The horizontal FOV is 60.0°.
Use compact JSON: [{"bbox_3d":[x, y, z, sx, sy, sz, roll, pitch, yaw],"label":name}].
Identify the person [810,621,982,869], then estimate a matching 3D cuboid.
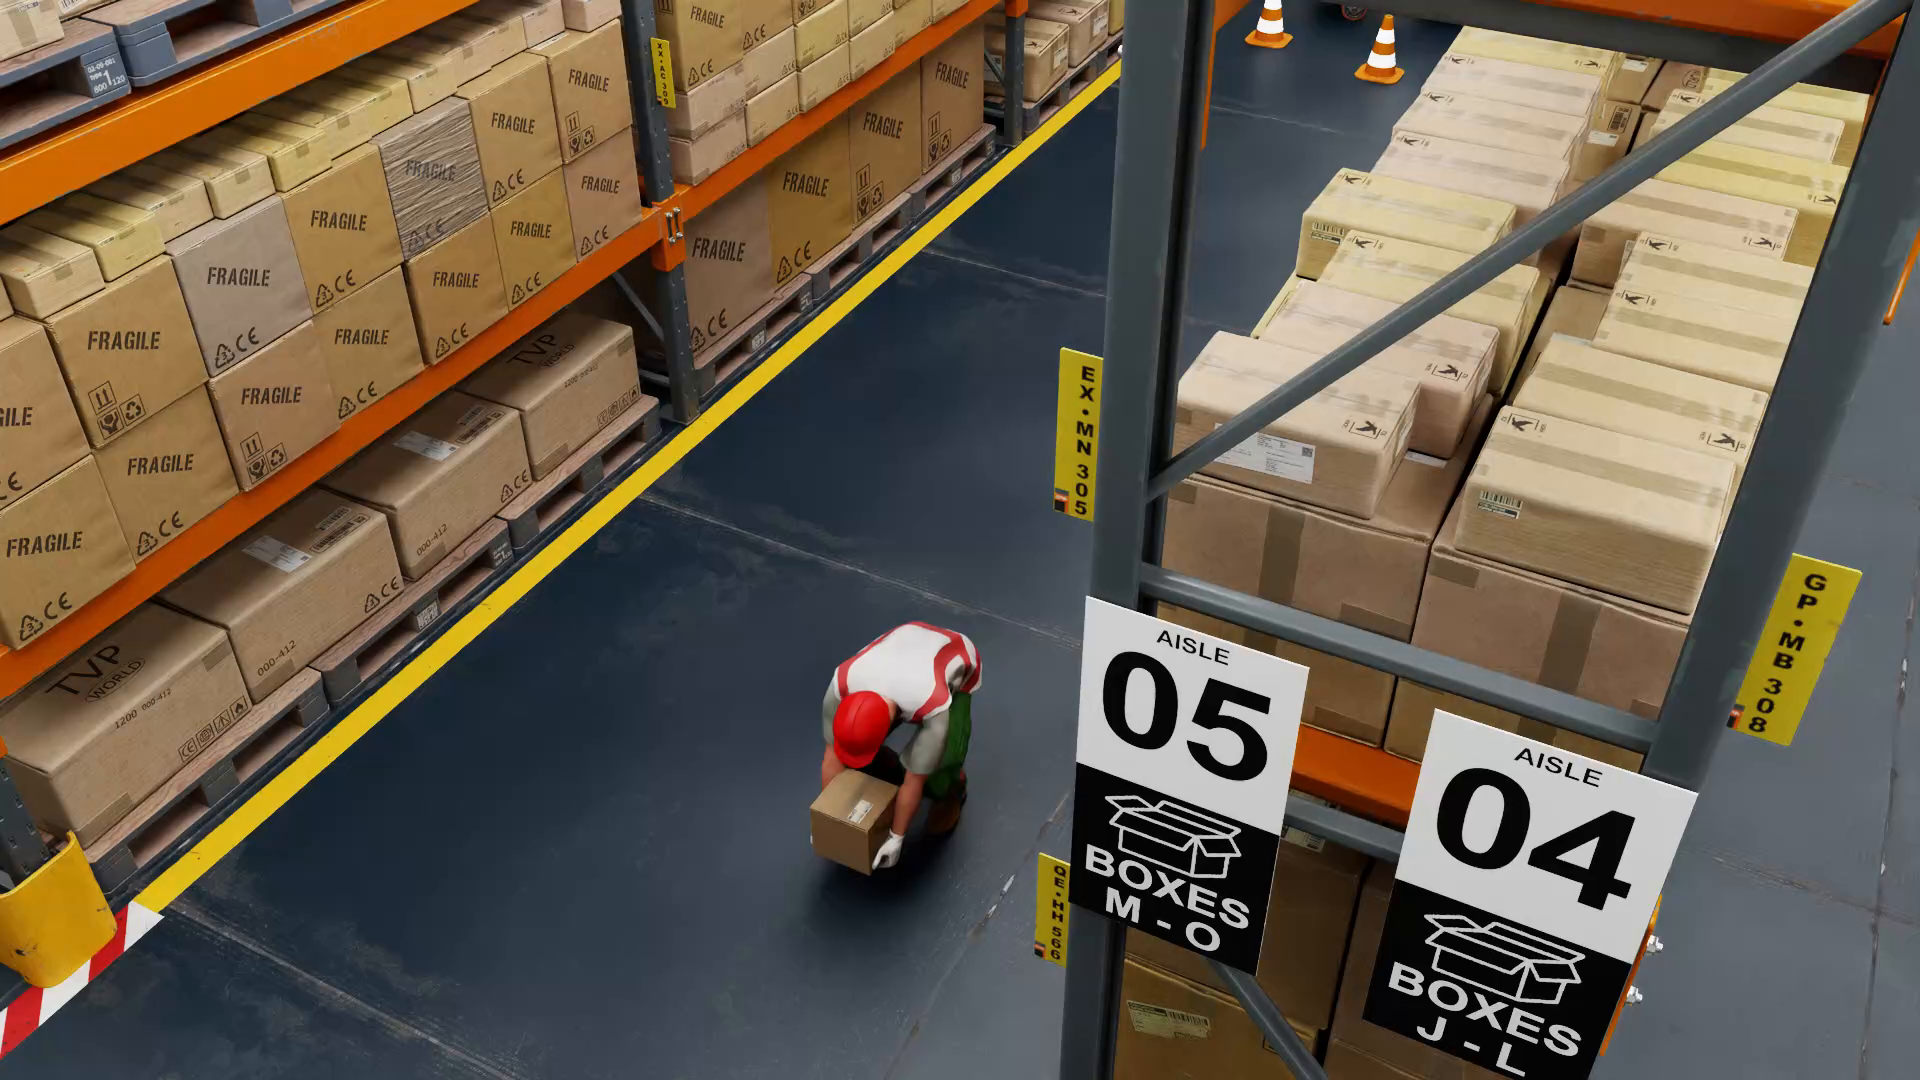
[{"bbox_3d":[-0.229,0.754,6.411,0.523,0.990,0.912,16,41,20],"label":"person"}]
